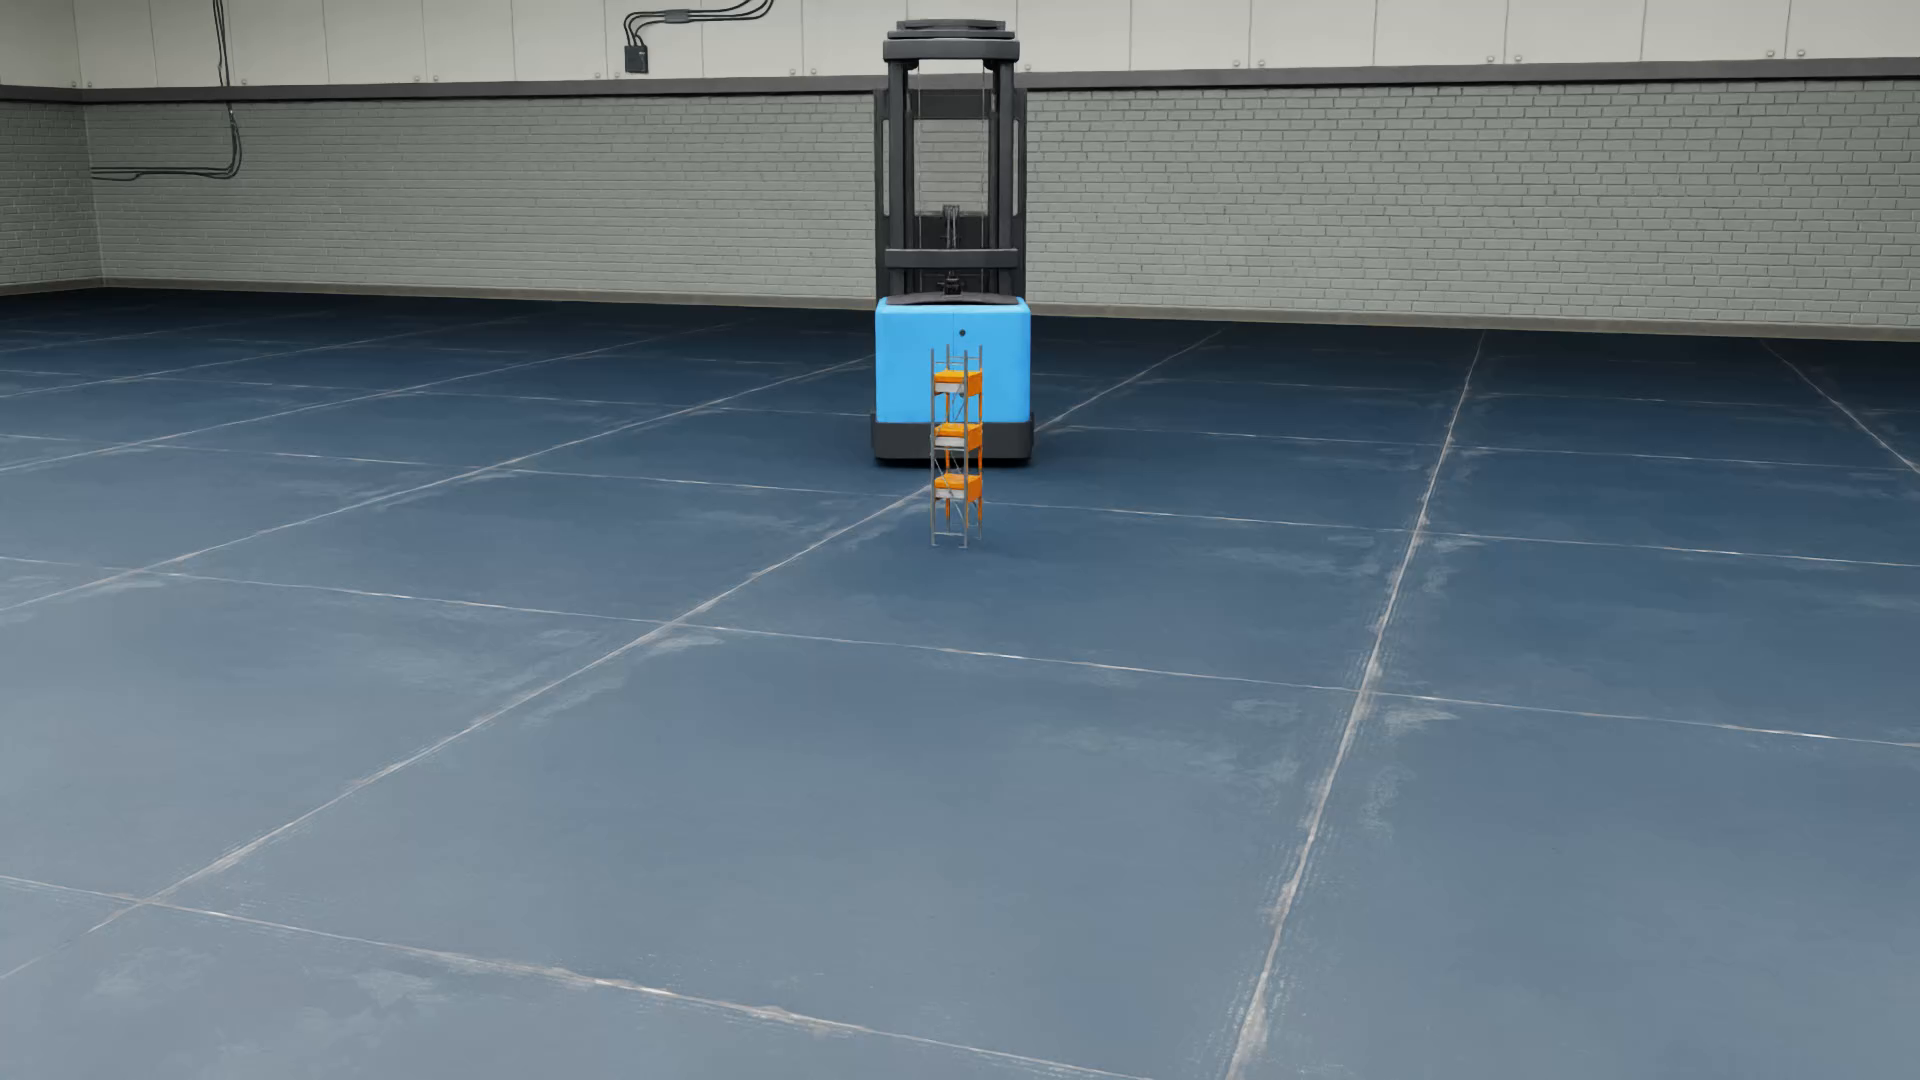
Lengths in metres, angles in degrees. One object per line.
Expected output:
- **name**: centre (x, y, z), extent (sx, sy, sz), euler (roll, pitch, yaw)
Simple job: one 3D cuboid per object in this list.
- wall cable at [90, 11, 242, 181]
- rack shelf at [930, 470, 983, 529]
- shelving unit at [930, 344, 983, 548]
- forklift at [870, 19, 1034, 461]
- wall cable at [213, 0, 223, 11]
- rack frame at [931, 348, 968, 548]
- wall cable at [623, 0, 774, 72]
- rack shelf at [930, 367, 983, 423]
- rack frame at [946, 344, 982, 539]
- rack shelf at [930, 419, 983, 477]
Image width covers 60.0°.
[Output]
- **wall cable**: centre (-12.531, -6.875, 25.864), extent (3.097, 2.526, 0.112), euler (4, 14, 18)
- **rack shelf**: centre (-0.017, -0.219, 8.886), extent (0.215, 0.259, 0.240), euler (4, 14, 18)
- **shelving unit**: centre (-0.017, -0.501, 8.822), extent (0.215, 1.050, 0.252), euler (4, 14, 18)
- **forklift**: centre (-0.073, -2.237, 12.201), extent (1.130, 2.935, 3.031), euler (0, 13, -1)
- **wall cable**: centre (-9.971, -9.142, 24.448), extent (3.097, 2.526, 0.112), euler (4, 14, 18)
- **rack frame**: centre (-0.057, -0.475, 8.709), extent (0.200, 1.050, 0.008), euler (4, 14, 18)
- **wall cable**: centre (-3.553, -9.360, 22.131), extent (2.305, 6.003, 0.169), euler (4, 14, 18)
- **rack shelf**: centre (-0.017, -0.767, 8.761), extent (0.215, 0.259, 0.240), euler (4, 14, 18)
- **rack frame**: centre (0.022, -0.526, 8.934), extent (0.200, 1.050, 0.008), euler (4, 14, 18)
- **rack shelf**: centre (-0.017, -0.490, 8.824), extent (0.215, 0.259, 0.240), euler (4, 14, 18)
